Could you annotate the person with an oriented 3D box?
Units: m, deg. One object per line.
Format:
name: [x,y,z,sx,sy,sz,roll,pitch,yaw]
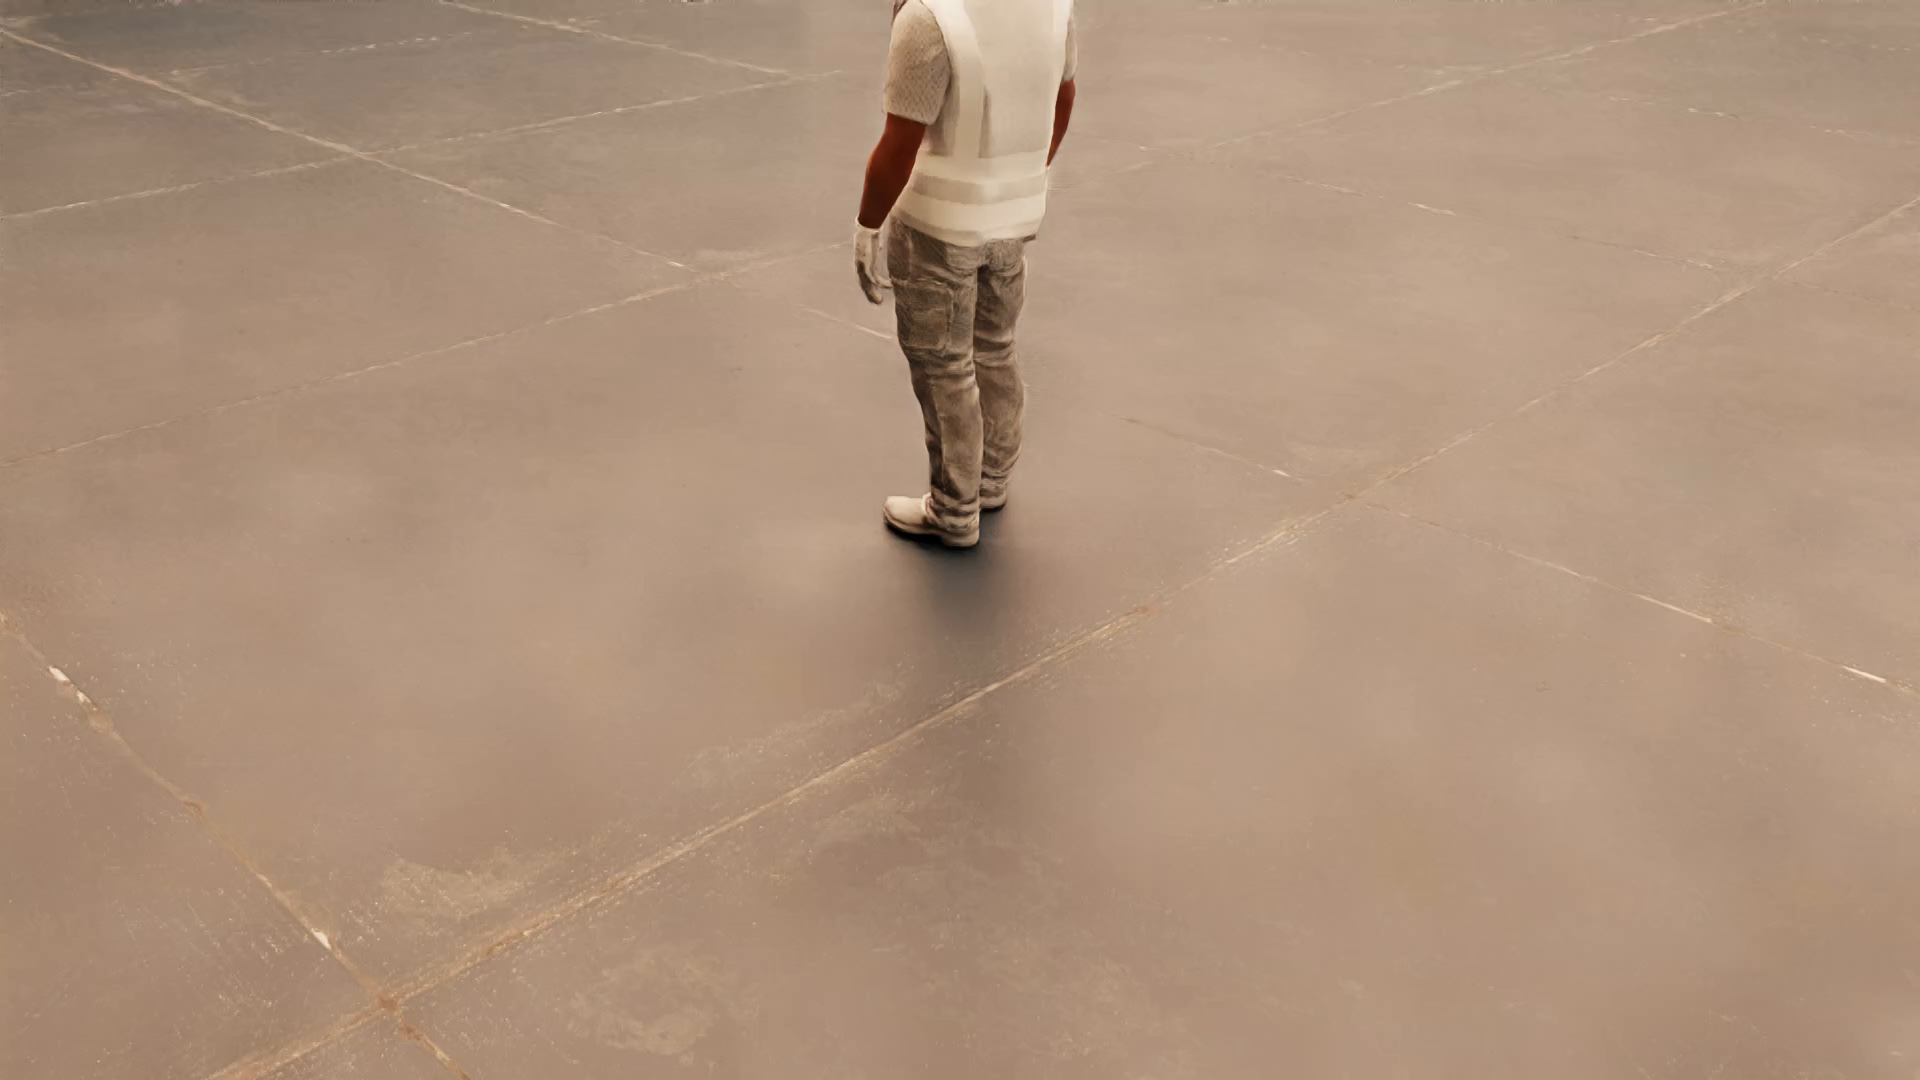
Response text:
person: [-0.045,-0.832,4.198,0.655,1.782,0.575,-24,35,-39]
